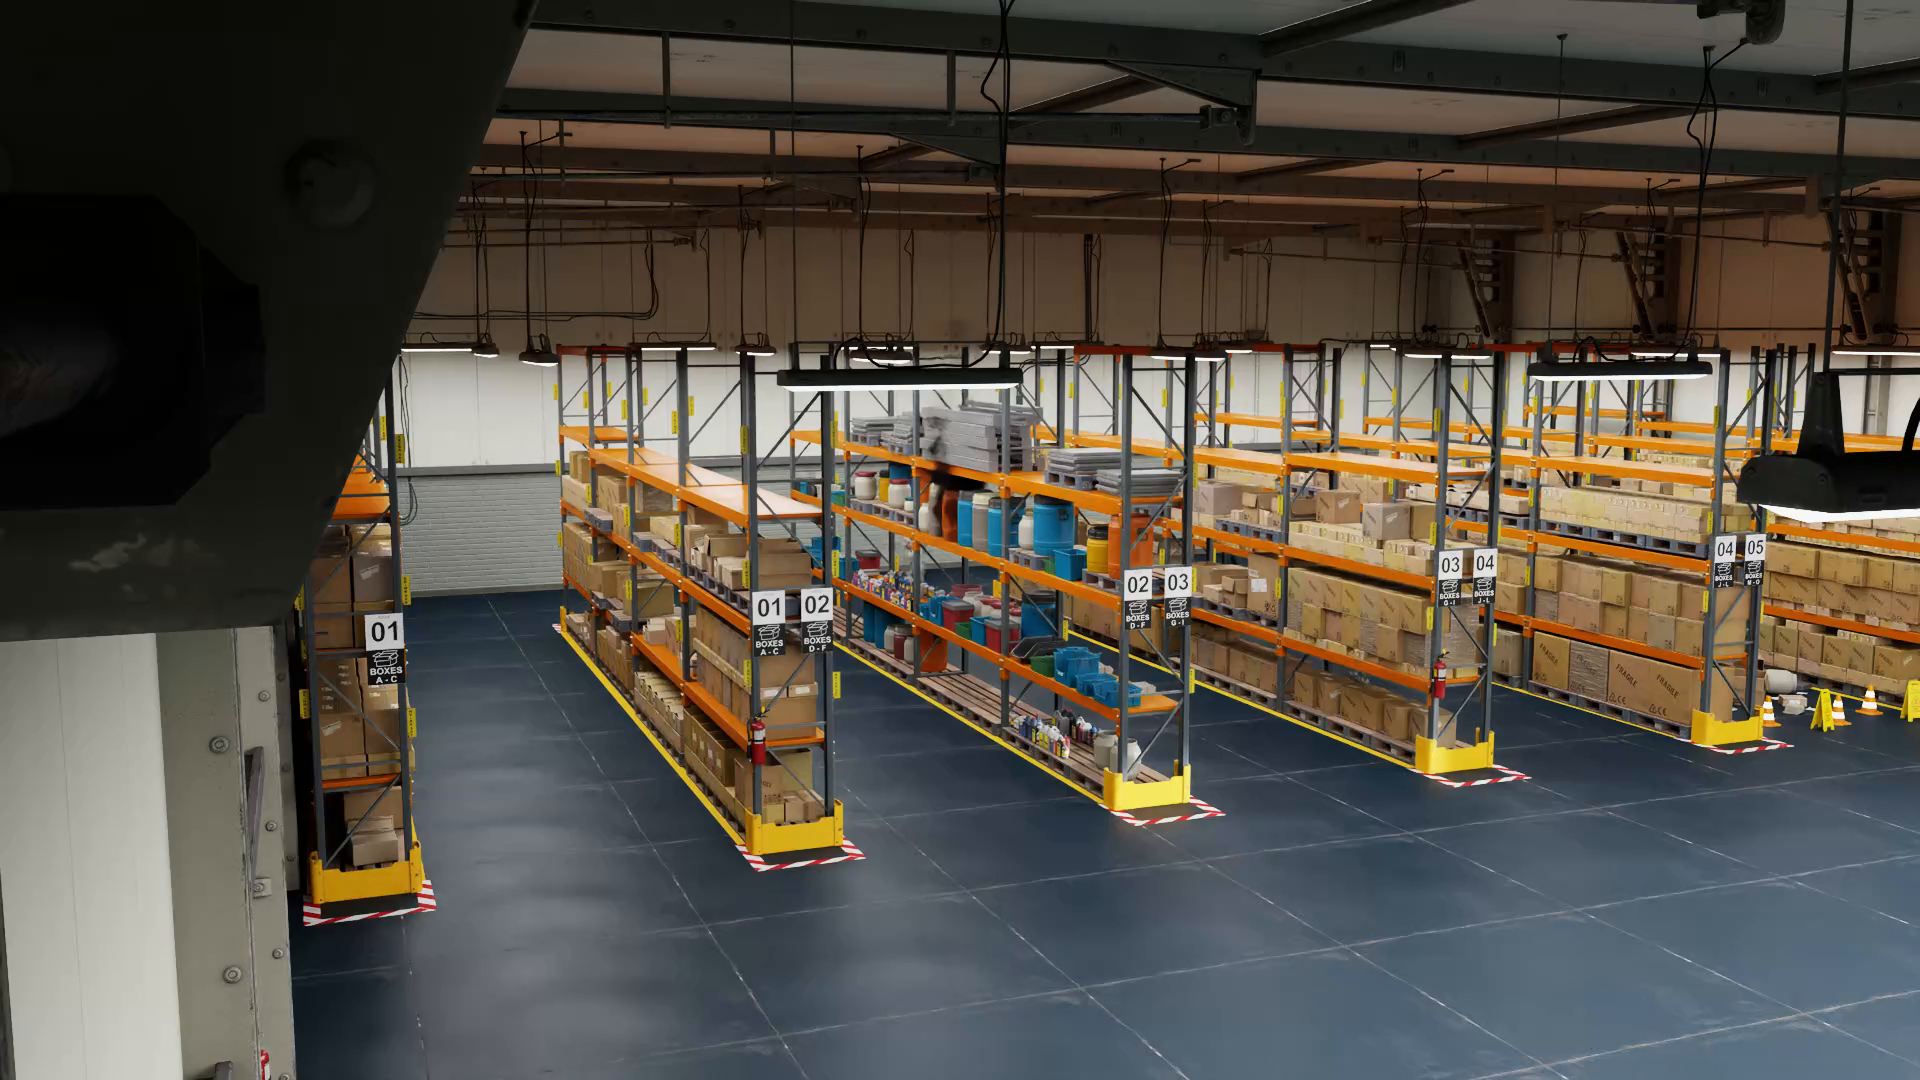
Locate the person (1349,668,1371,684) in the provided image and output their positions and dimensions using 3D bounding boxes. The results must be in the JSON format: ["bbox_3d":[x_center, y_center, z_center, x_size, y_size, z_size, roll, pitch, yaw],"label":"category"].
[{"bbox_3d":[7.200,1.779,29.700,0.508,1.617,0.730,-4,8,-30],"label":"person"}]

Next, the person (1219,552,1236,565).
[{"bbox_3d":[6.898,0.120,42.651,0.517,1.595,0.638,7,10,44],"label":"person"}]

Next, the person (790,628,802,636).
[{"bbox_3d":[-2.931,1.579,29.007,0.572,1.608,0.542,-4,8,-31],"label":"person"}]

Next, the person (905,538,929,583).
[{"bbox_3d":[-1.109,0.402,39.655,0.858,1.809,0.669,0,7,0],"label":"person"}]
